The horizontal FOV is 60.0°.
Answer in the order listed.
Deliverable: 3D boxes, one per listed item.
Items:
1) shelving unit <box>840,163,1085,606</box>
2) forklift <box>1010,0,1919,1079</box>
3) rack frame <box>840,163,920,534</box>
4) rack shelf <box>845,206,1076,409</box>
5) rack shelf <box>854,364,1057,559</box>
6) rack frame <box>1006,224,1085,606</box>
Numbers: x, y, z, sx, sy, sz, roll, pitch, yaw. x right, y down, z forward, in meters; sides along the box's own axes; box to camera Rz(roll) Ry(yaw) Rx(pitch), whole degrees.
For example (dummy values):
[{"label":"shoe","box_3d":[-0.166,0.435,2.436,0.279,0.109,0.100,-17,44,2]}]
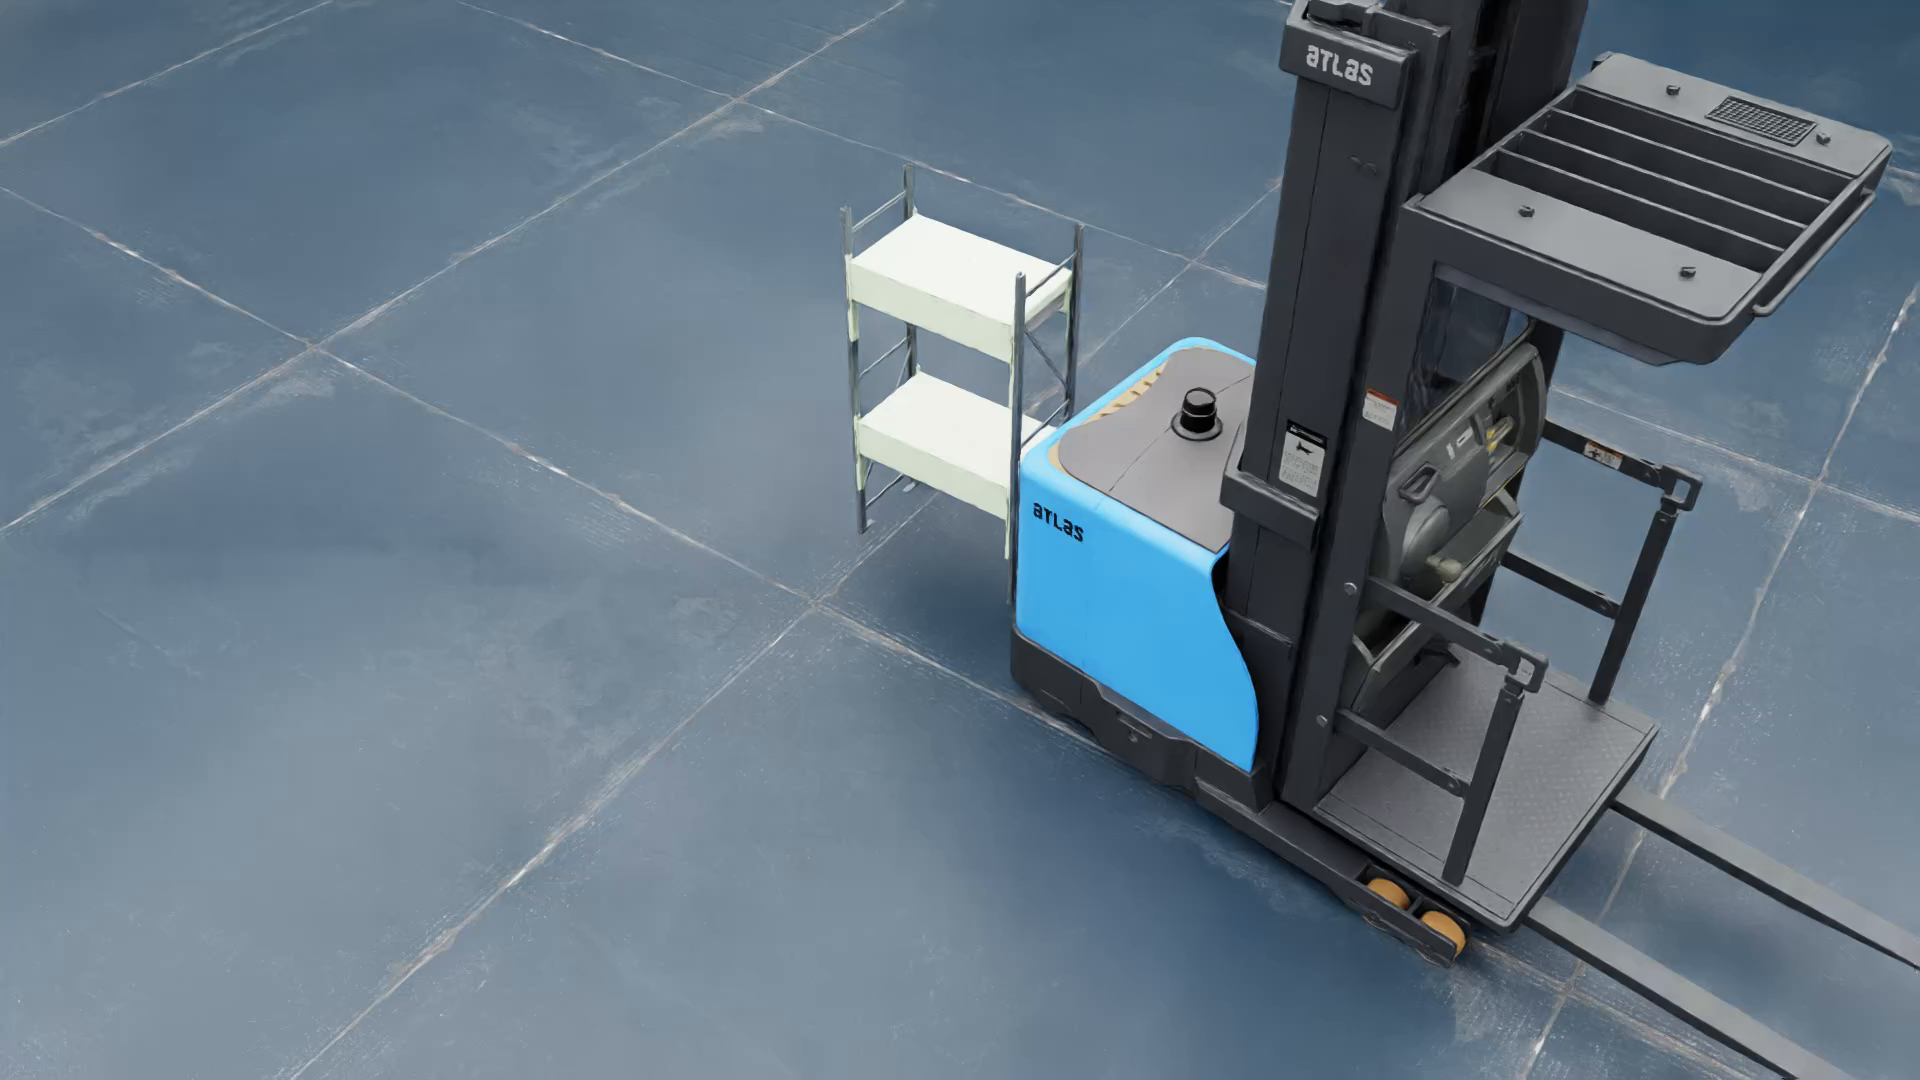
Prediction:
[{"label":"shelving unit","box_3d":[0.005,-0.556,6.247,0.755,1.500,0.431,25,48,25]},{"label":"forklift","box_3d":[1.623,-0.155,4.725,3.031,2.935,1.130,30,50,30]},{"label":"rack frame","box_3d":[-0.294,-0.697,6.404,0.023,1.500,0.400,25,48,25]},{"label":"rack shelf","box_3d":[0.005,-0.847,5.987,0.720,0.370,0.431,25,48,25]},{"label":"rack shelf","box_3d":[0.005,-0.313,6.464,0.720,0.370,0.431,25,48,25]},{"label":"rack frame","box_3d":[0.305,-0.416,6.090,0.023,1.500,0.400,25,48,25]}]
